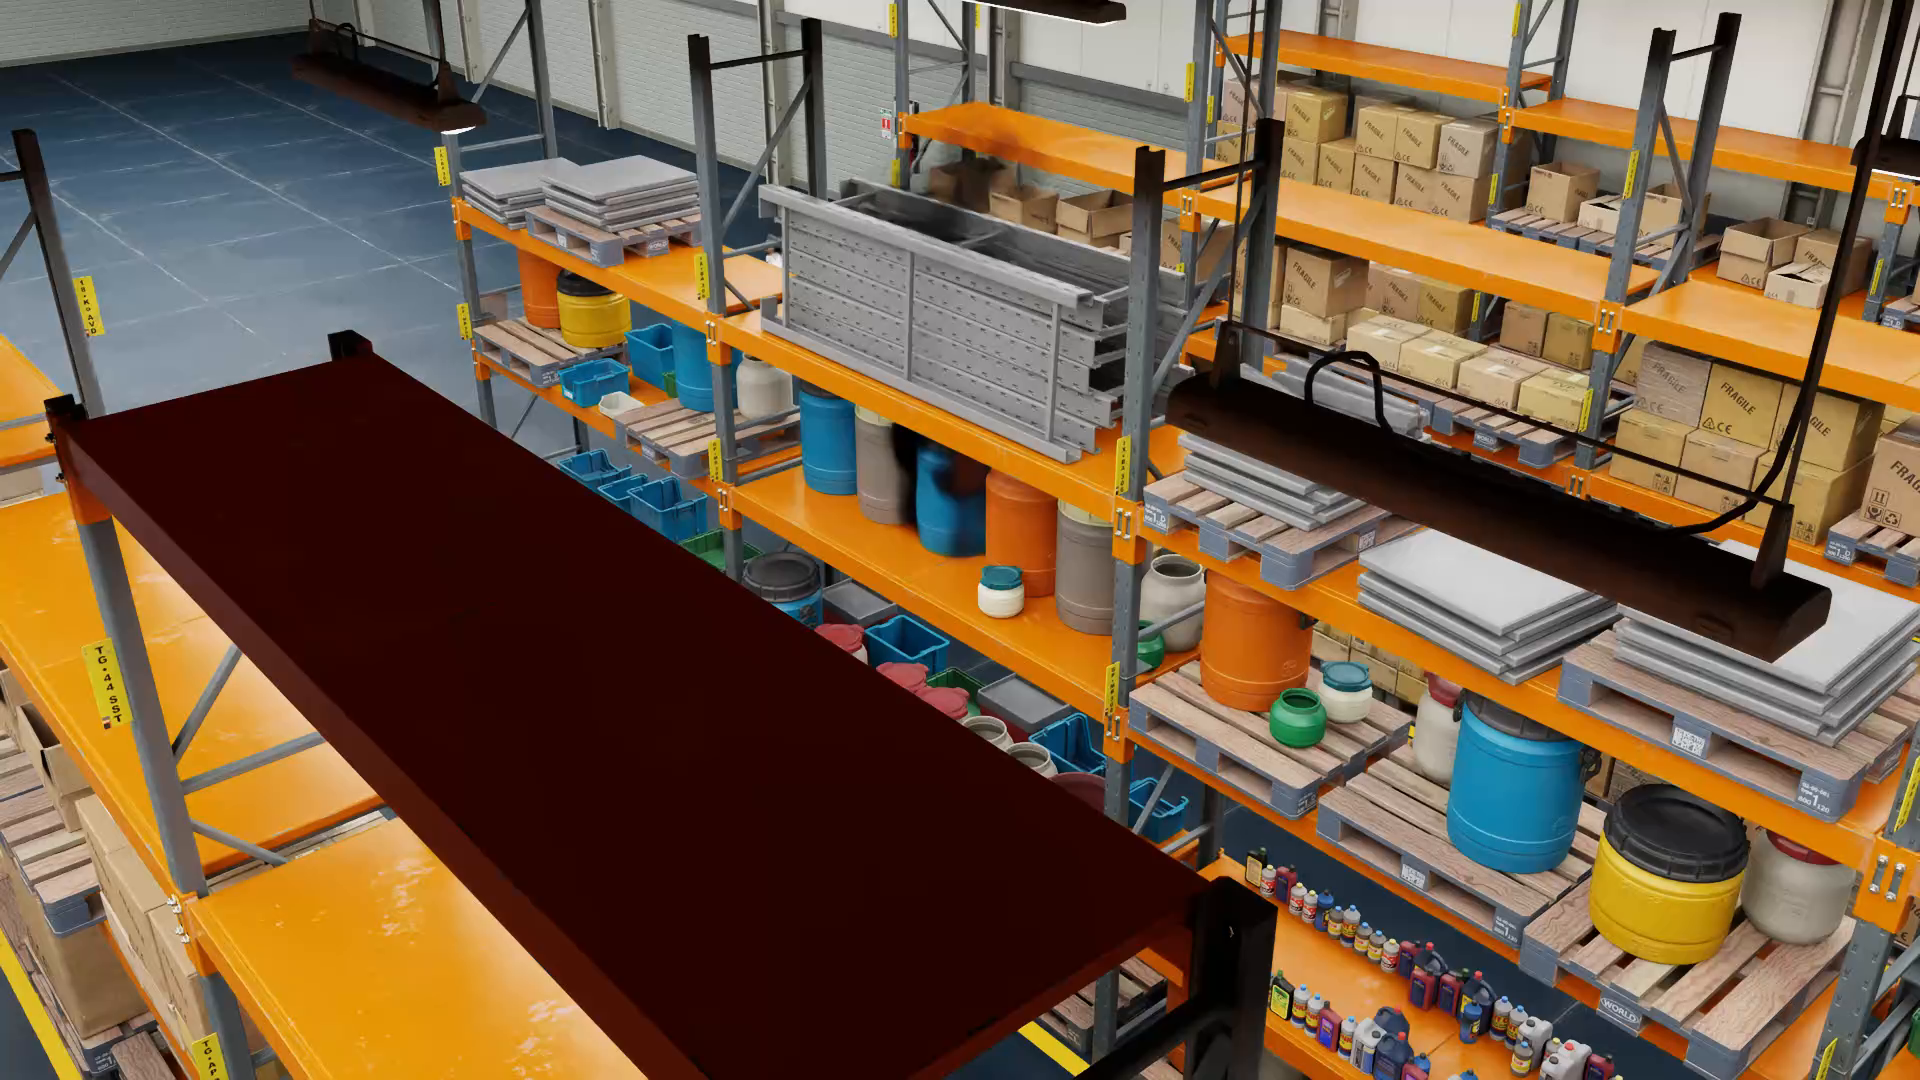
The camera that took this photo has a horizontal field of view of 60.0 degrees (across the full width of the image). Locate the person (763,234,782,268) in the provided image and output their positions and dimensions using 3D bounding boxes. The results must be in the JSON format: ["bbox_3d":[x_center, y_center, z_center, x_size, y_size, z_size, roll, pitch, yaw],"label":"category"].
[{"bbox_3d":[-2.469,-3.273,22.192,0.567,1.668,0.604,-8,28,-16],"label":"person"}]
